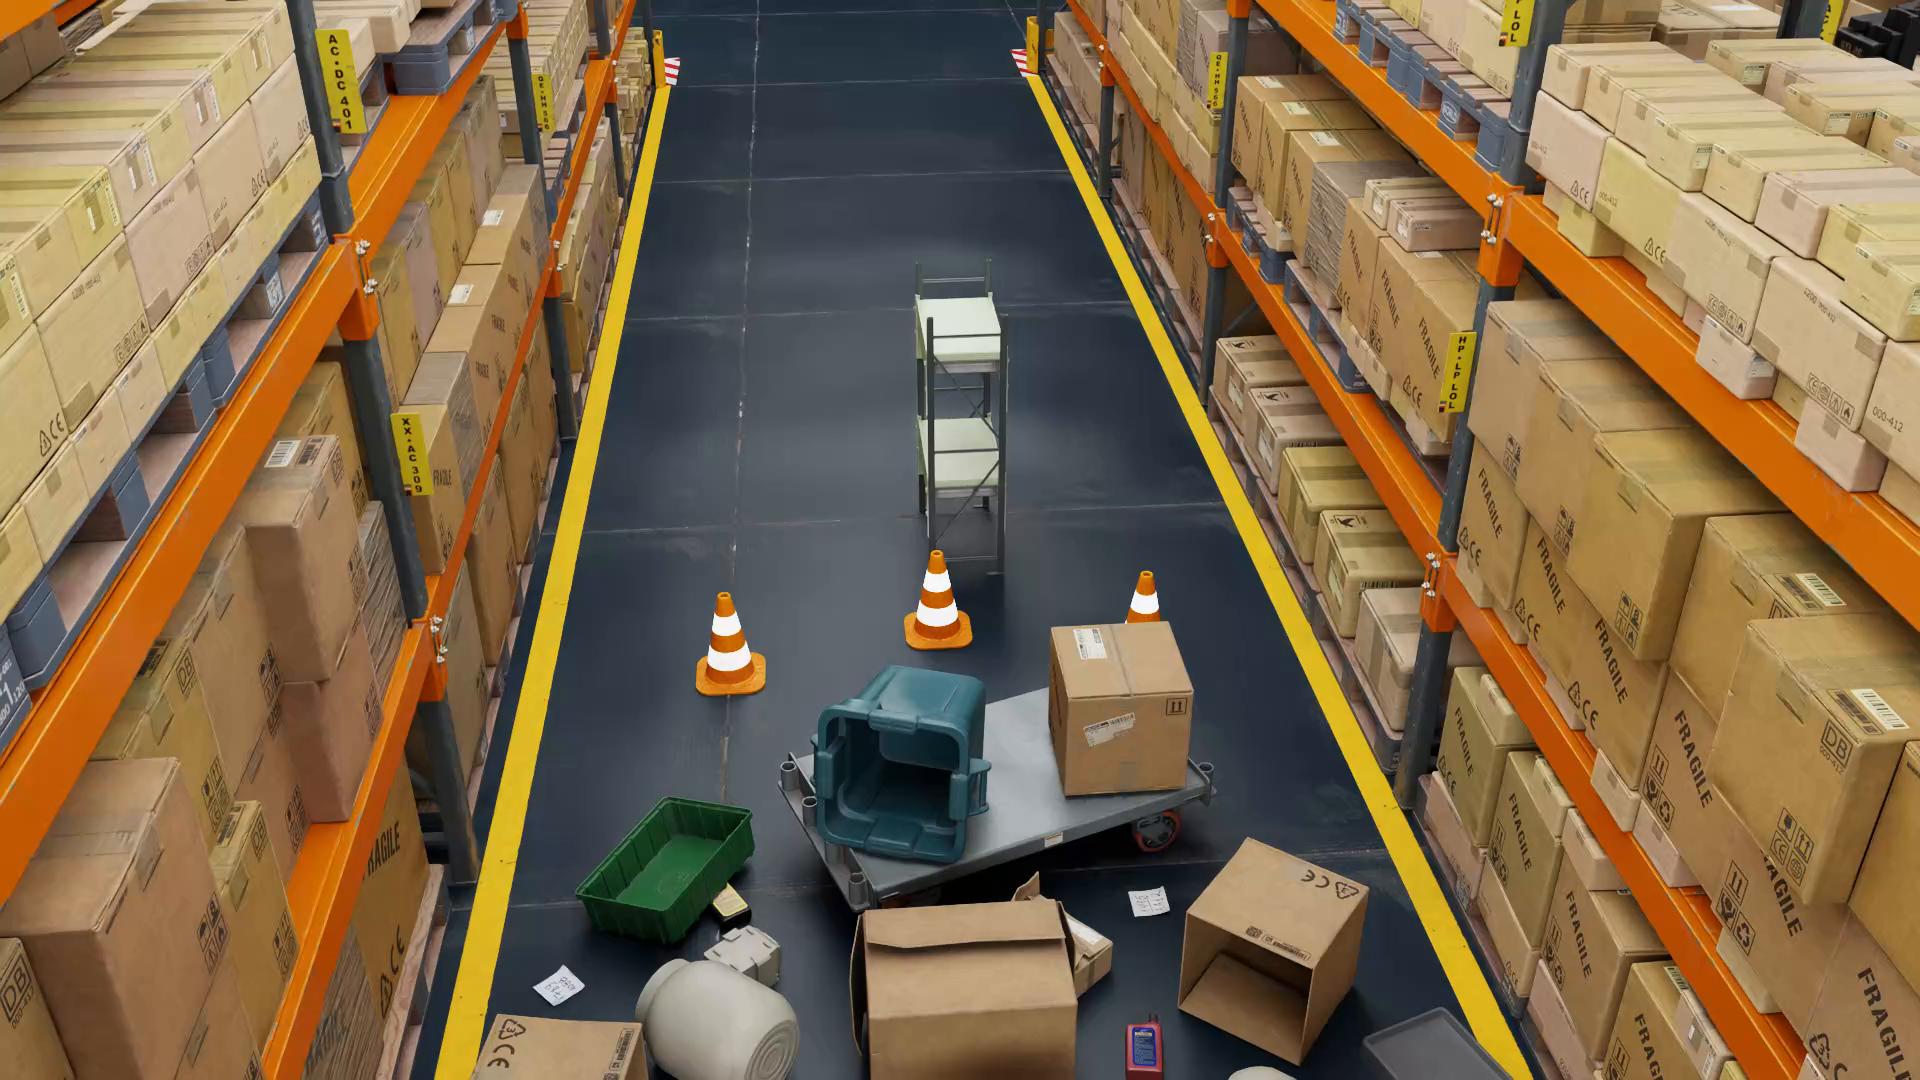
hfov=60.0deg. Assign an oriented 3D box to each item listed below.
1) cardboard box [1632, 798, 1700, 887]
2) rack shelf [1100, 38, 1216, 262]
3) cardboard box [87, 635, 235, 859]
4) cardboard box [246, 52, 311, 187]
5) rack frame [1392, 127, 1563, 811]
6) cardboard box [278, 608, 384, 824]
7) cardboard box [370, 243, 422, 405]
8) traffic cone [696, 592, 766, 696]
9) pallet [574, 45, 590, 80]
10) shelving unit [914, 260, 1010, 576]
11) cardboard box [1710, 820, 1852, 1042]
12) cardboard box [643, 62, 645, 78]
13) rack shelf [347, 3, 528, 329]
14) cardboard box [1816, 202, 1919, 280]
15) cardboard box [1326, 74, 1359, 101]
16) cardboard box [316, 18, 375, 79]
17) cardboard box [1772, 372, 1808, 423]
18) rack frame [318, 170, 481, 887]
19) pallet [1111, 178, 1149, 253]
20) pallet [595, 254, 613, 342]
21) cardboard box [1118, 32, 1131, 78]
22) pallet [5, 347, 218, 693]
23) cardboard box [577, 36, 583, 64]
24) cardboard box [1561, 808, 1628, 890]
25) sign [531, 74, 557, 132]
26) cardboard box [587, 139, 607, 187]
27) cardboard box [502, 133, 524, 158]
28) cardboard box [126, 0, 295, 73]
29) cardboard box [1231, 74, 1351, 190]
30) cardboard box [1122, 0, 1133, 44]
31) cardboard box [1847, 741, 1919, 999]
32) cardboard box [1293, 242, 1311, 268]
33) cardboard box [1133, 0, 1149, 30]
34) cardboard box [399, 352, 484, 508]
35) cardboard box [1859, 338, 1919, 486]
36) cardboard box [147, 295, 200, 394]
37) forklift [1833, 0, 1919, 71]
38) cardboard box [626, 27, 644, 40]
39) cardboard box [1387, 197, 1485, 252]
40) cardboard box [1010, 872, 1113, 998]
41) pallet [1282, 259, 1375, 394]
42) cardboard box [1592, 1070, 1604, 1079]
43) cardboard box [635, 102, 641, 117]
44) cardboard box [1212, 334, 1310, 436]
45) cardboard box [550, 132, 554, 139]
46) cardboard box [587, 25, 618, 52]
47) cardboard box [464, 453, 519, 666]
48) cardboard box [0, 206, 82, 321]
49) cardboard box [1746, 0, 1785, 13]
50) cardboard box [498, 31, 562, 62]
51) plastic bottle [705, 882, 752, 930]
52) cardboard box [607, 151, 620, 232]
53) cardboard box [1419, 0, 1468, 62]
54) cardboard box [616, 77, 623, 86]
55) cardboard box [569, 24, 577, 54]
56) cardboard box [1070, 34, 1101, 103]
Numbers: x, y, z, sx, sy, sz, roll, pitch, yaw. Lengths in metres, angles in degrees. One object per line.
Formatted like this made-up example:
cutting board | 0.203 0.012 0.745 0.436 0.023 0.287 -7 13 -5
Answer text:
cardboard box | 2.292 0.906 5.052 0.380 0.149 0.250 -3 31 -5
rack shelf | 1.859 -2.913 11.903 1.077 0.370 4.000 -3 31 -5
cardboard box | -2.361 0.620 4.088 0.875 0.550 0.500 -3 31 -5
cardboard box | -2.197 -1.205 4.766 0.500 0.250 0.500 -3 31 -5
rack frame | 2.420 -0.159 6.590 1.000 3.000 0.127 -3 31 -5
cardboard box | -2.379 0.533 5.286 0.875 0.550 0.550 -3 31 -5
cardboard box | -2.601 -0.858 6.688 0.700 0.500 0.500 -3 31 -5
traffic cone | -1.121 0.462 8.025 0.336 0.463 0.334 -3 31 -5
pallet | -3.320 -3.475 12.329 1.003 0.211 1.213 -3 31 -5
shelving unit | 0.001 -0.640 8.860 0.431 1.500 0.755 -3 31 -5
cardboard box | 2.383 0.938 4.367 0.500 0.500 0.500 -3 31 -5
cardboard box | -3.236 -4.559 16.039 0.380 0.149 0.250 -4 31 -7
rack shelf | -2.686 -1.870 7.232 1.077 0.370 4.000 -3 31 -5
cardboard box | 2.352 -0.715 4.063 0.380 0.149 0.250 -2 31 -4
cardboard box | 2.366 -2.333 9.433 0.500 0.500 0.500 -4 31 -6
cardboard box | -2.349 -1.814 6.175 0.250 0.149 0.380 -3 31 -5
cardboard box | 2.348 -0.379 4.279 0.380 0.149 0.250 -3 31 -4
rack frame | -2.499 0.130 6.107 1.000 3.000 0.127 -3 31 -5
pallet | 1.820 -2.655 13.490 1.003 0.211 1.213 -3 31 -5
pallet | -3.055 -1.735 11.949 1.003 0.211 1.213 -3 31 -5
cardboard box | 1.501 -3.677 12.627 0.500 0.250 0.500 -3 31 -6
pallet | -2.322 -0.080 3.620 1.003 0.211 1.213 -3 31 -5
cardboard box | -2.966 -3.573 12.143 0.380 0.149 0.250 -3 31 -5
cardboard box | 2.236 1.022 5.522 0.380 0.149 0.250 -1 31 -2
sign | -2.320 -2.437 9.276 0.100 0.325 0.005 -3 31 -5
cardboard box | -2.890 -2.752 12.229 0.500 0.250 0.500 -1 31 -2
cardboard box | -2.718 -2.368 9.835 0.380 0.149 0.250 -1 31 -2
cardboard box | -2.147 -1.444 4.777 0.380 0.149 0.250 -3 31 -5
cardboard box | 1.858 -2.311 9.396 0.500 0.500 0.500 -4 31 -6
cardboard box | 1.510 -3.890 12.496 0.500 0.250 0.500 -2 31 -4
cardboard box | 2.489 0.775 3.665 0.700 0.500 0.500 -2 31 -4
cardboard box | 1.970 -1.550 8.755 0.380 0.149 0.250 -1 31 -2
cardboard box | 1.547 -3.962 11.886 0.500 0.500 0.500 -3 31 -6
cardboard box | -2.328 -0.452 6.984 0.500 0.500 0.500 -3 31 -4
cardboard box | 2.379 -0.237 3.653 0.500 0.250 0.500 -2 31 -3
cardboard box | -2.026 -0.452 3.894 0.380 0.149 0.250 -3 31 -5
forklift | 4.667 -0.933 7.954 1.130 2.935 3.031 -3 31 -4
cardboard box | -3.318 -4.950 16.403 0.380 0.149 0.250 -2 31 -4
cardboard box | 2.075 -1.364 7.179 0.380 0.149 0.250 -4 31 -6
cardboard box | 0.359 1.534 6.423 0.396 0.266 0.258 27 40 37
pallet | 2.272 -1.110 8.370 1.003 0.211 1.213 -3 31 -5
cardboard box | 2.355 1.952 5.328 0.500 0.250 0.500 -4 31 -6
cardboard box | -3.172 -4.035 15.451 0.380 0.149 0.250 -2 31 -4
cardboard box | 2.089 -0.964 10.092 0.950 0.372 0.625 -5 31 -8
cardboard box | -2.791 -2.635 10.572 0.380 0.149 0.250 -1 31 -2
cardboard box | -2.947 -4.007 13.278 0.380 0.149 0.250 -2 31 -3
cardboard box | -2.733 0.110 7.924 1.050 0.750 0.750 -3 31 -5
cardboard box | -1.981 -0.538 3.261 0.380 0.149 0.250 -2 31 -4
cardboard box | 6.485 -4.184 12.822 0.700 0.500 0.500 -2 31 -4
cardboard box | -2.867 -3.284 11.077 0.380 0.149 0.250 -3 31 -5
plastic bottle | -0.970 1.460 6.745 0.133 0.061 0.283 -20 36 -30
cardboard box | -2.926 -2.696 12.866 0.500 0.500 0.500 -3 31 -6
cardboard box | 2.179 -2.112 6.672 0.500 0.250 0.500 -2 31 -4
cardboard box | -3.209 -4.023 14.851 0.380 0.149 0.250 -4 31 -7
cardboard box | -2.936 -3.560 11.830 0.380 0.149 0.250 -4 31 -6
cardboard box | 1.554 -4.566 16.059 0.875 0.438 0.875 -2 31 -3
